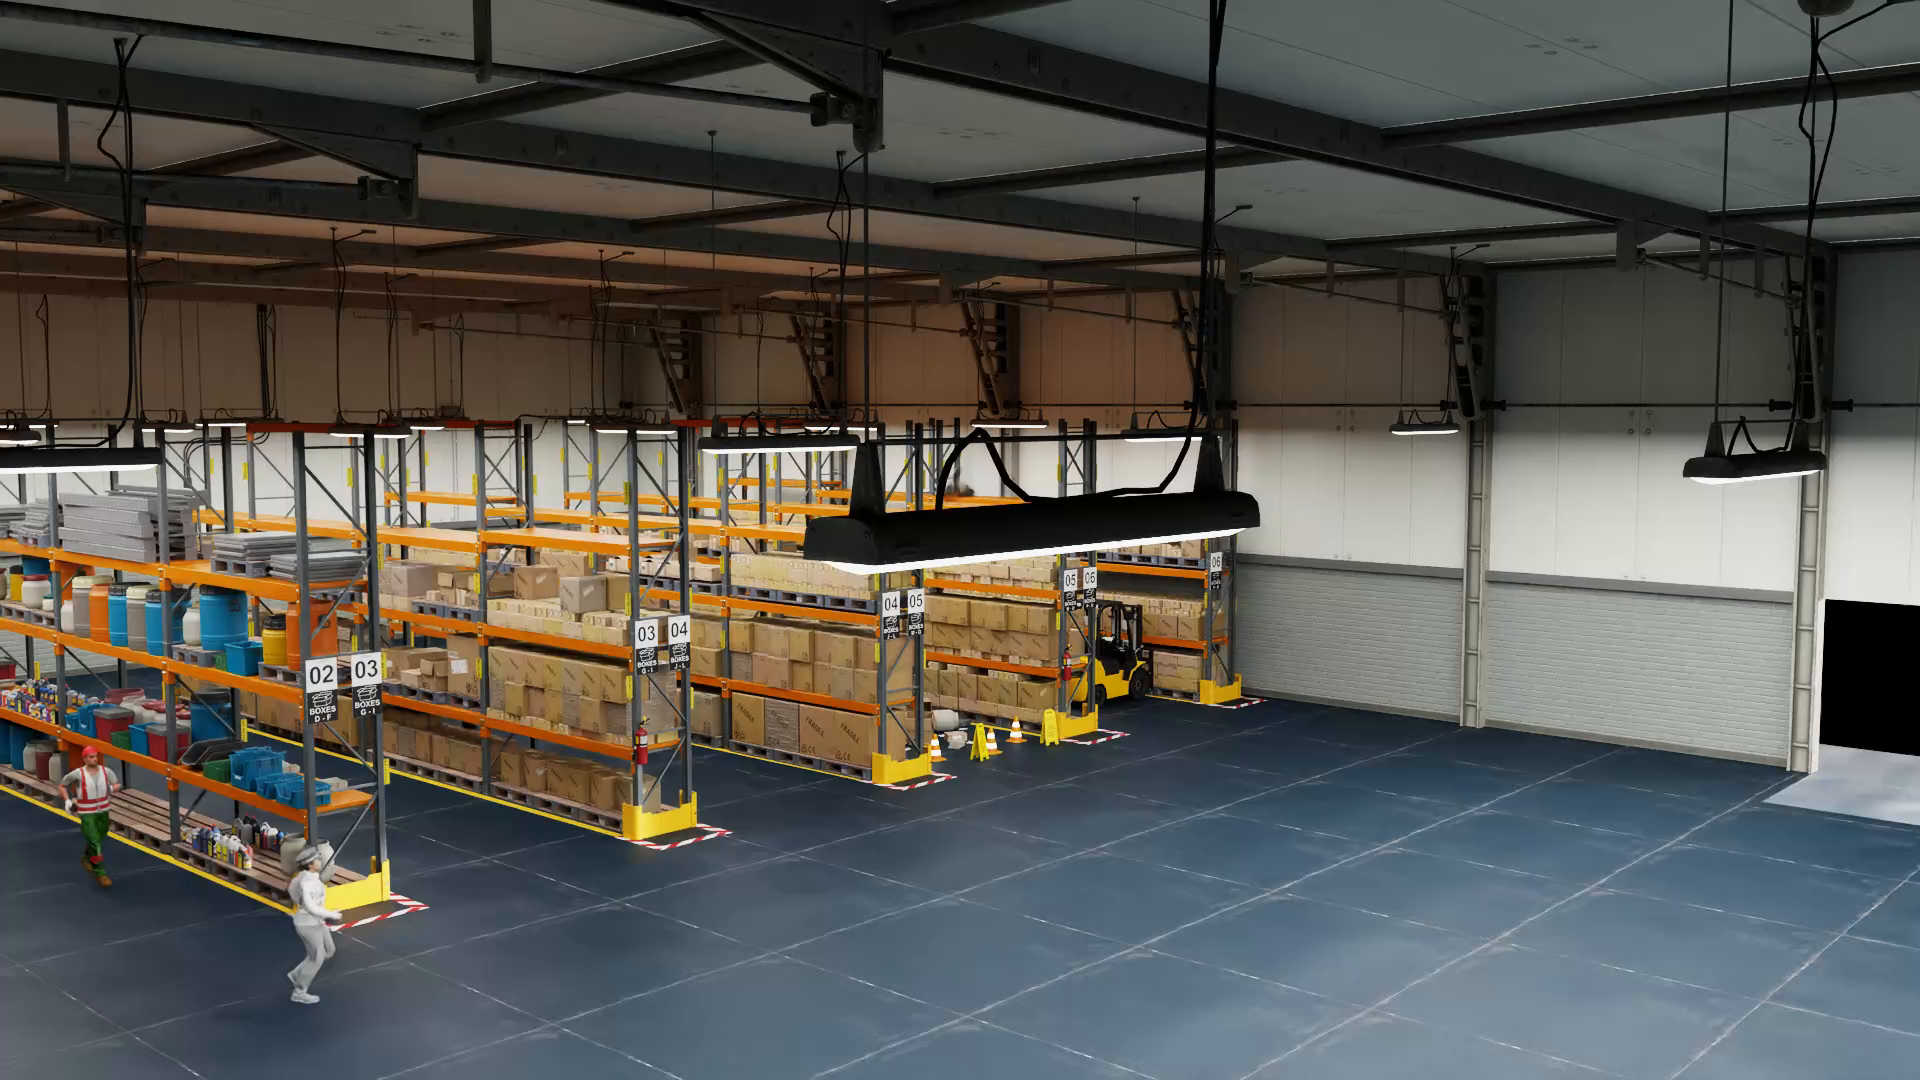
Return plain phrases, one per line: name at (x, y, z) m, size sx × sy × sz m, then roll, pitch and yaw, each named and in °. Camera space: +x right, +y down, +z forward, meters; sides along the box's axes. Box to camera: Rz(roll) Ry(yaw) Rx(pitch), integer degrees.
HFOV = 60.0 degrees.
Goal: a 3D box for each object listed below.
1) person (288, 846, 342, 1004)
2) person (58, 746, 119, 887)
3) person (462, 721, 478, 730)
person at (-6.855, 4.066, 17.650) m, size 0.554 × 1.666 × 0.648 m, roll -2°, pitch 5°, yaw -25°
person at (-11.459, 3.608, 21.990) m, size 0.980 × 1.787 × 0.659 m, roll 3°, pitch 6°, yaw 36°
person at (-9.181, 2.899, 31.306) m, size 0.675 × 1.765 × 0.694 m, roll 4°, pitch 6°, yaw 41°
